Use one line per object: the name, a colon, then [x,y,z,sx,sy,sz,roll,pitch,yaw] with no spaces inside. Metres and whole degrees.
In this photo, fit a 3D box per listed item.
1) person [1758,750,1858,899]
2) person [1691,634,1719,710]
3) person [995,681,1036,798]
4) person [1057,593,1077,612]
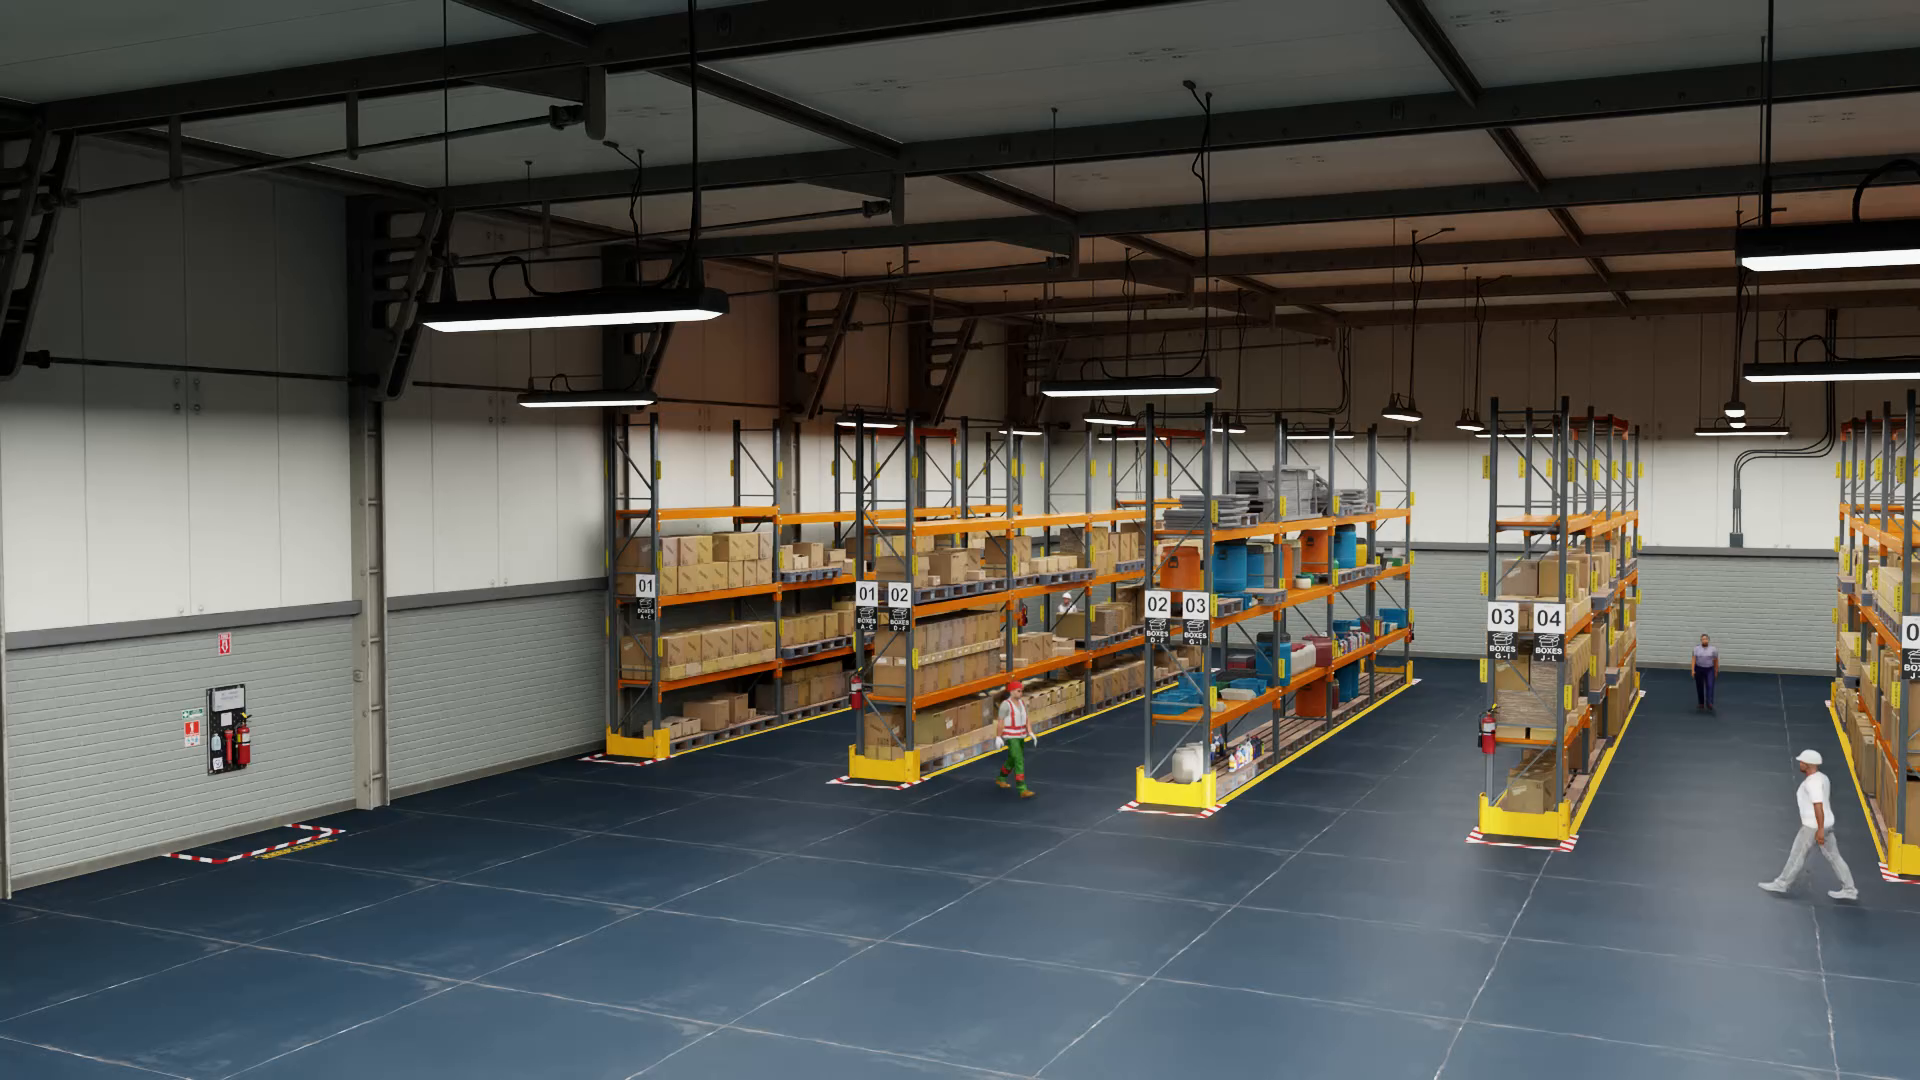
person: [9.946,3.304,19.449,1.034,1.697,0.623,2,3,41]
person: [15.424,2.752,34.467,0.503,1.564,1.051,1,3,32]
person: [0.864,3.059,25.709,0.999,1.755,0.545,2,3,39]
person: [2.837,2.273,44.079,0.557,1.726,1.046,0,2,11]
